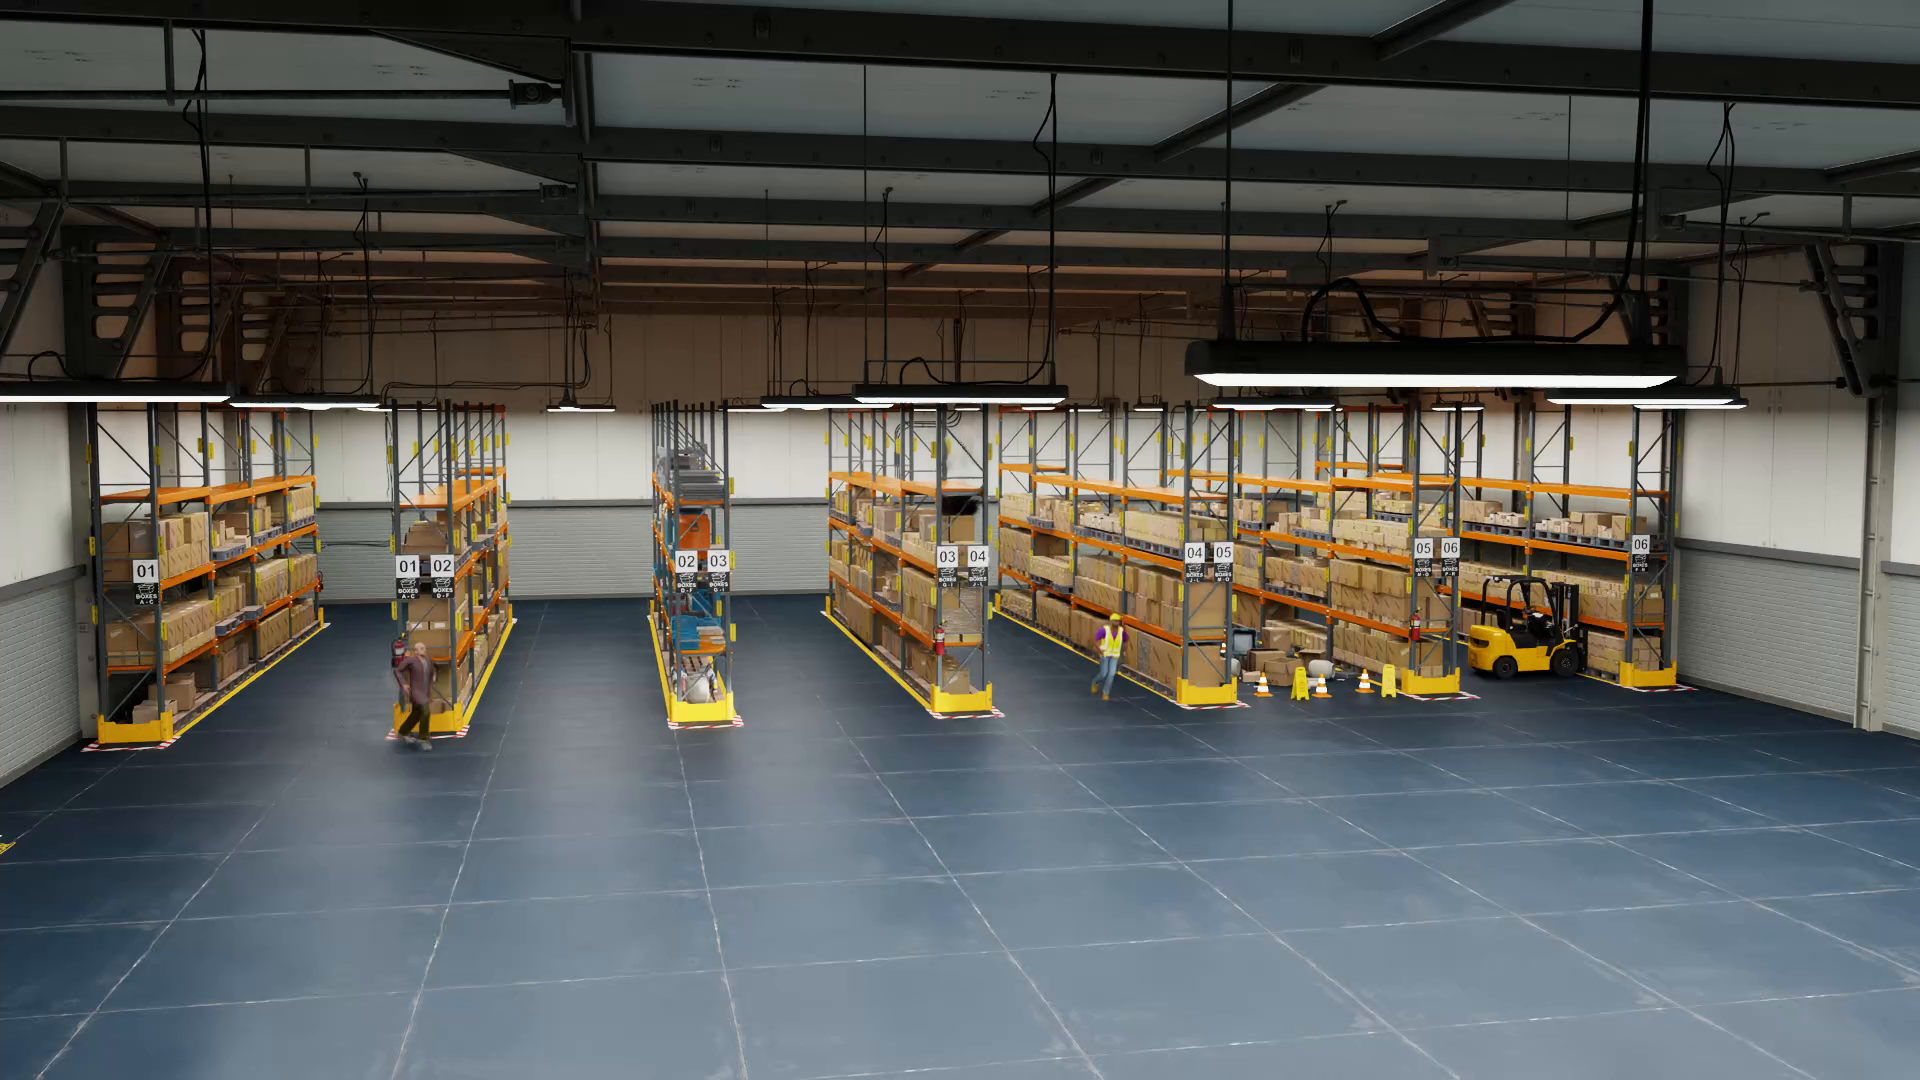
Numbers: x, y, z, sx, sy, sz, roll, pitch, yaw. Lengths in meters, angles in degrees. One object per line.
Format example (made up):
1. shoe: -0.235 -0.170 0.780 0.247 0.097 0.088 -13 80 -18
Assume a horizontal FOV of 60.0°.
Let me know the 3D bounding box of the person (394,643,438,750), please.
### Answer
1. person: -9.360 2.678 28.703 0.856 1.835 0.706 1 5 19

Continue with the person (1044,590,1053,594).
1. person: 2.709 1.106 50.367 0.597 1.628 0.548 -1 4 -13

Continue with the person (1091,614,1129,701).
1. person: 3.051 2.342 33.648 0.740 1.730 0.708 -1 4 -14

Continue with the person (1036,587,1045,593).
1. person: 2.383 1.148 49.617 0.566 1.654 0.656 2 5 25

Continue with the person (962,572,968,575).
1. person: 0.151 1.210 48.340 0.727 1.743 0.711 0 4 7
